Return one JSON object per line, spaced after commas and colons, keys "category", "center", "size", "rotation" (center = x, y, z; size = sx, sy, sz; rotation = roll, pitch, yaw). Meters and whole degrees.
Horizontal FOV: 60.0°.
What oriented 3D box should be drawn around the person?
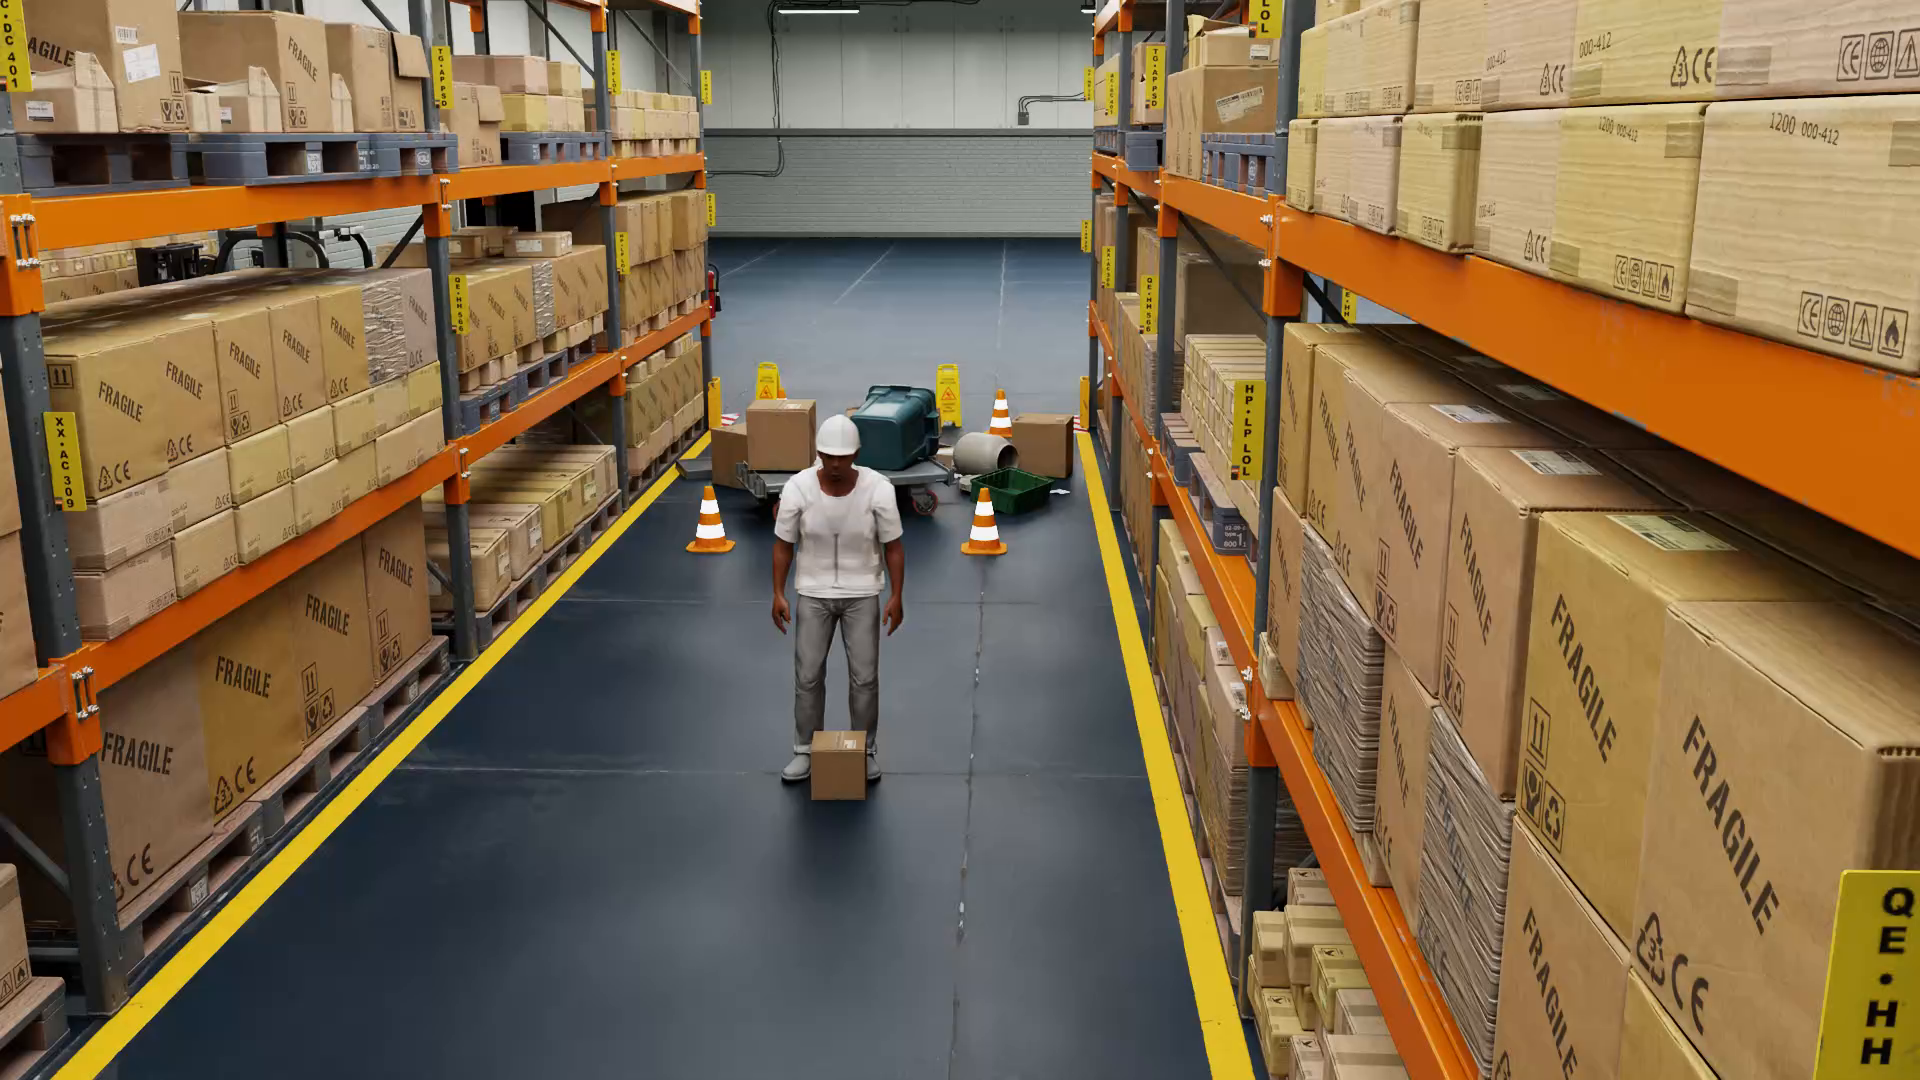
{"category": "person", "center": [-0.579, 0.271, 7.854], "size": [0.628, 1.761, 0.456], "rotation": [0, 14, 2]}
